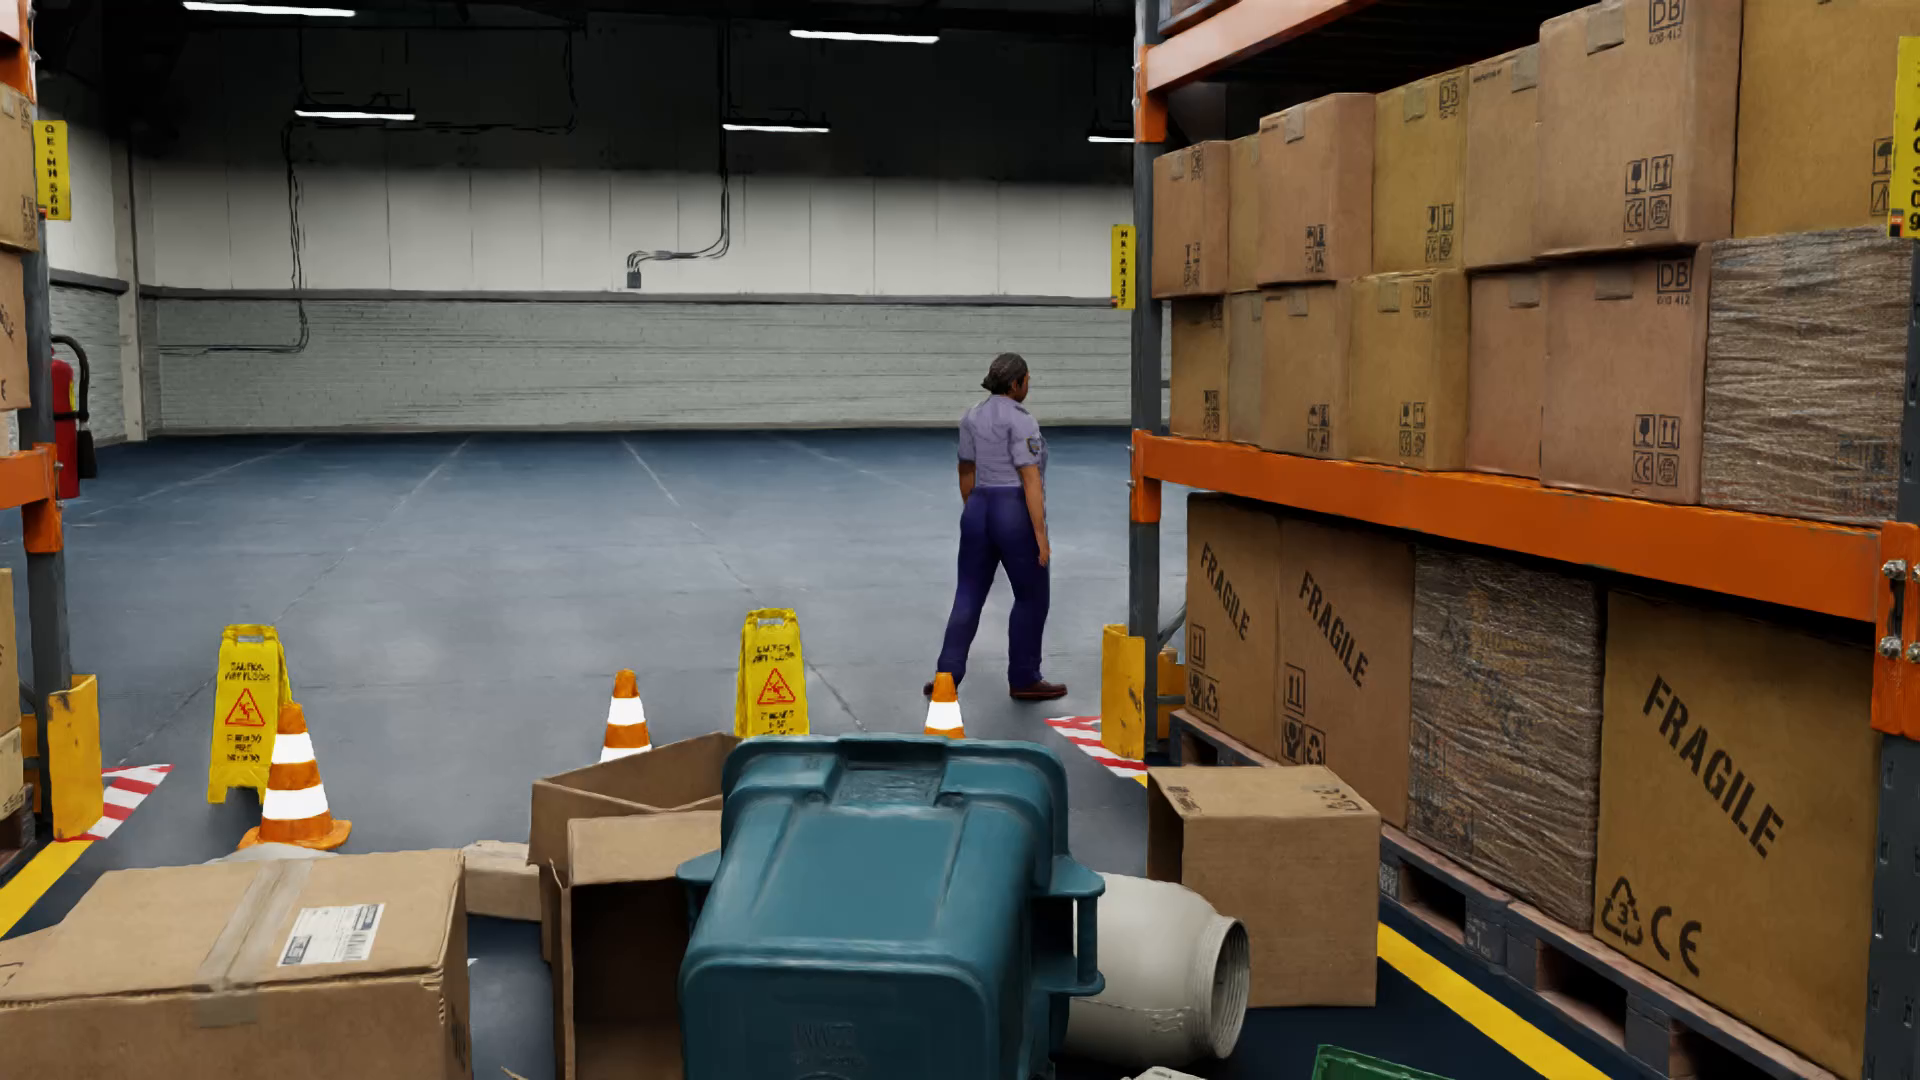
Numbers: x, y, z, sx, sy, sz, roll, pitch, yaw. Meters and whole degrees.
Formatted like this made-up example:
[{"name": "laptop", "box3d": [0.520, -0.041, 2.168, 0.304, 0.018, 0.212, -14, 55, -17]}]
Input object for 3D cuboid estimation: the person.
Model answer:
[{"name": "person", "box3d": [0.191, -0.055, 7.788, 0.624, 1.636, 0.662, 5, 8, 40]}]
